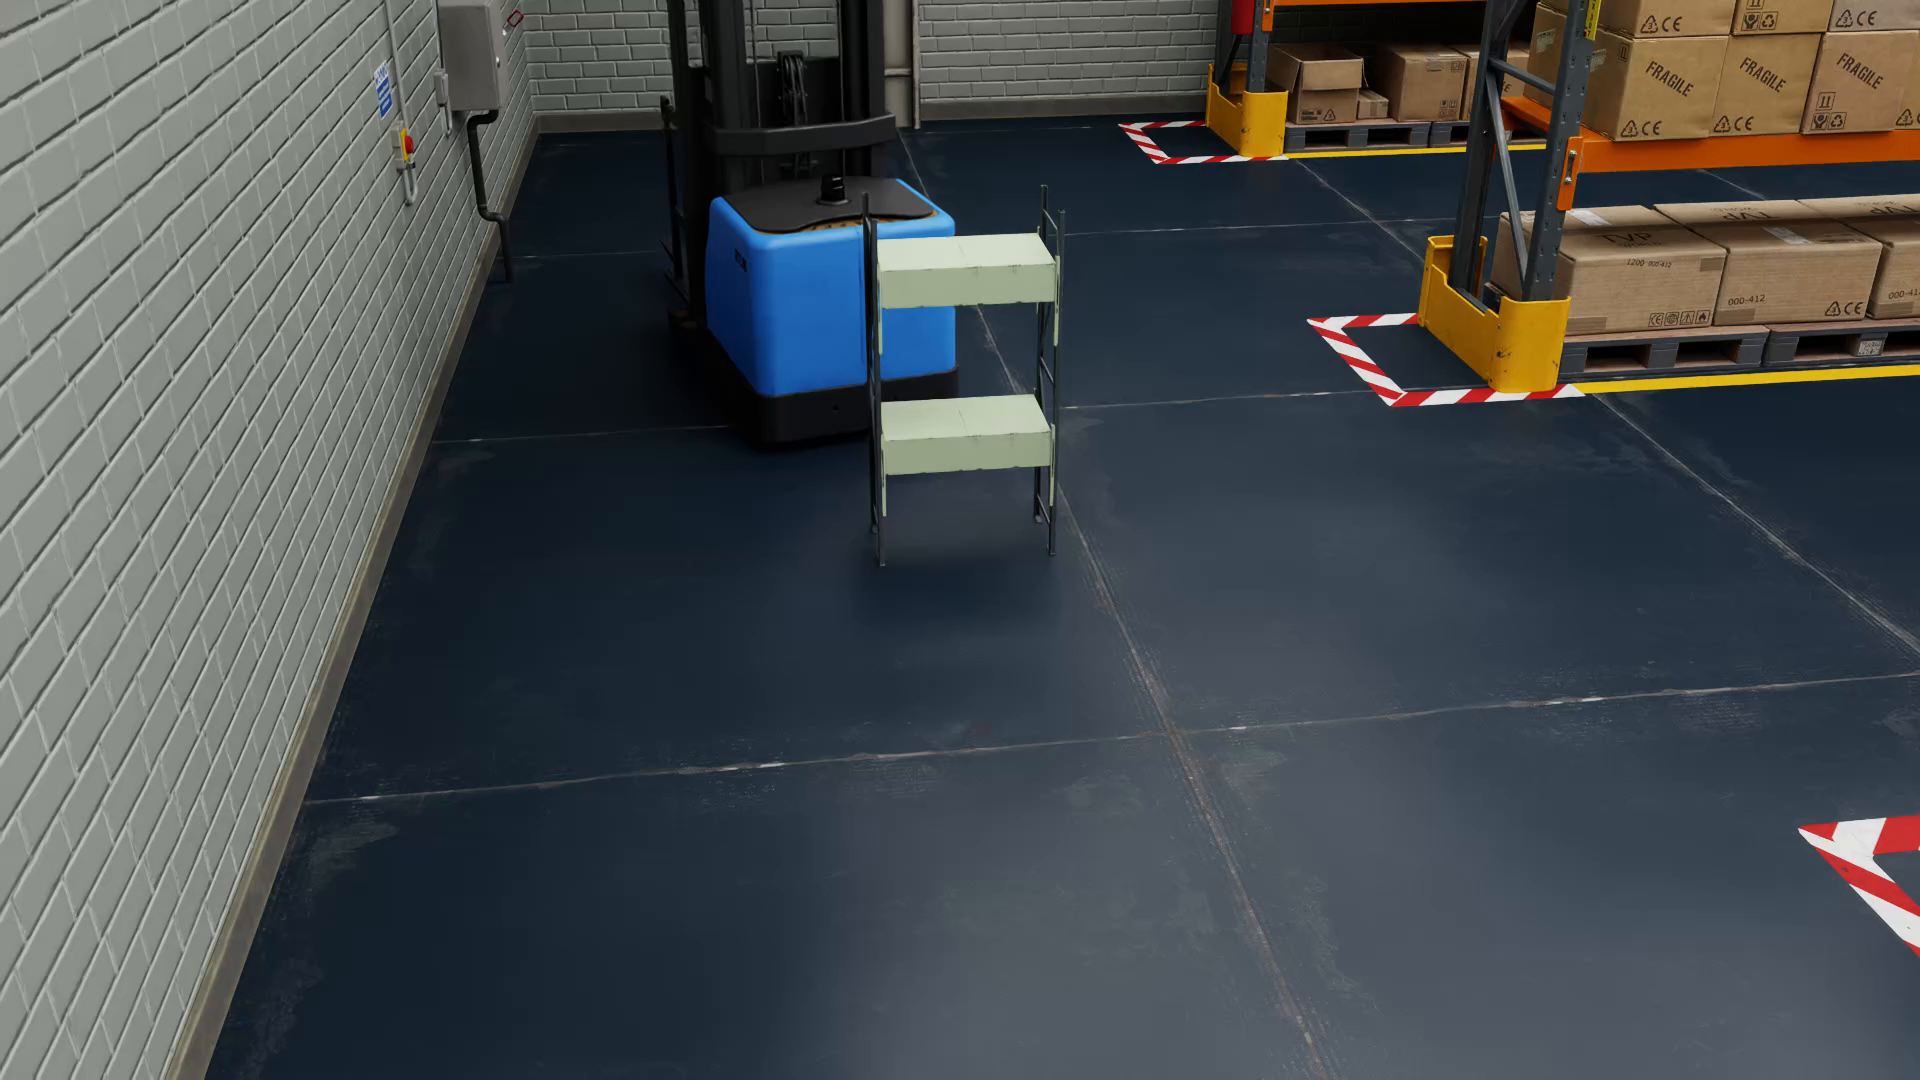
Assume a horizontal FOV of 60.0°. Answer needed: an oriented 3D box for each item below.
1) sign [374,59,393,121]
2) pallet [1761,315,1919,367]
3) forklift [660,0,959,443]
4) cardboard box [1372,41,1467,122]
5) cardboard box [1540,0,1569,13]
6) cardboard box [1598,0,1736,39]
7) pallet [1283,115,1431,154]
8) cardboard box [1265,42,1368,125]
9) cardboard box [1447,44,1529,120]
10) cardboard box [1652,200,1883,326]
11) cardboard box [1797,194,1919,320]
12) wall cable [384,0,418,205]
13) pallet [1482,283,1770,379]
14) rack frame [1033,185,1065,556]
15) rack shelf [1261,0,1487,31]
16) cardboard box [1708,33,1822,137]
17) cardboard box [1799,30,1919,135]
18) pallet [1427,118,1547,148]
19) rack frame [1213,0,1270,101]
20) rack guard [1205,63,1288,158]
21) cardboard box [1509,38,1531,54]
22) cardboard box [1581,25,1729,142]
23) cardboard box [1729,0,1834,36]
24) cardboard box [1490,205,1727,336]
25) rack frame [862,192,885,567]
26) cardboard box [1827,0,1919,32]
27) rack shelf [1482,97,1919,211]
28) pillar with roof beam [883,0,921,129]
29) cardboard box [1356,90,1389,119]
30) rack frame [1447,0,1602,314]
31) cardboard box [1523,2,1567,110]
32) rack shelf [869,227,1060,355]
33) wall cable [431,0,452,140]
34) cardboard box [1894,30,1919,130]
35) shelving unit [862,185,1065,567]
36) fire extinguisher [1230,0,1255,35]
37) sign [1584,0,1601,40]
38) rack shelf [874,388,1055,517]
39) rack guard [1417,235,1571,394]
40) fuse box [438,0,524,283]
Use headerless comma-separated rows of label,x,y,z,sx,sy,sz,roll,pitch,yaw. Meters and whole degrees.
sign,-2.693,-2.103,7.768,0.001,0.218,0.327,-4,27,-7
pallet,4.928,-1.300,9.552,1.213,0.211,1.003,-4,27,-7
forklift,-1.017,-2.424,8.763,1.130,2.935,3.031,-10,29,-19
cardboard box,3.717,-3.729,13.511,0.500,0.500,0.700,-3,27,-5
cardboard box,3.386,-3.006,8.618,0.500,0.500,0.500,-3,27,-5
cardboard box,3.457,-2.769,8.157,0.500,0.500,0.500,-4,27,-8
pallet,3.111,-3.437,13.718,1.213,0.211,1.003,-4,27,-7
cardboard box,2.865,-3.694,13.438,0.637,0.503,0.797,-5,28,-9
cardboard box,4.255,-3.718,13.488,0.500,0.500,0.500,-3,27,-6
cardboard box,4.486,-1.574,9.379,0.875,0.438,0.875,-3,27,-6
cardboard box,5.380,-1.631,9.489,0.875,0.438,0.875,-4,27,-9
wall cable,-2.639,-2.475,7.640,0.123,1.953,0.585,-4,27,-7
pallet,3.723,-1.224,9.404,1.213,0.211,1.003,-4,27,-7
rack frame,0.369,-0.691,6.954,0.023,1.500,0.400,-4,27,-7
rack shelf,4.227,-4.429,13.384,4.000,0.370,1.077,-4,27,-7
cardboard box,3.954,-2.368,8.470,0.500,0.500,0.500,-4,27,-8
cardboard box,4.460,-2.392,8.517,0.500,0.500,0.500,-4,27,-7
pallet,4.316,-3.513,13.866,1.213,0.211,1.003,-4,27,-7
rack frame,2.246,-4.622,12.972,0.127,3.000,1.000,-4,27,-7
rack guard,2.322,-3.515,13.552,0.348,0.500,1.175,-4,27,-7
cardboard box,4.745,-3.795,13.639,0.500,0.500,0.700,-5,28,-9
cardboard box,3.457,-2.323,8.383,0.500,0.500,0.500,-4,27,-8
cardboard box,3.967,-2.805,8.227,0.500,0.500,0.500,-4,27,-9
cardboard box,3.581,-1.512,9.258,0.875,0.438,0.875,-5,28,-9
rack frame,-0.356,-0.644,6.863,0.023,1.500,0.400,-4,27,-7
cardboard box,4.476,-2.842,8.297,0.500,0.500,0.500,-4,27,-8
rack shelf,4.922,-2.185,9.011,4.000,0.370,1.077,-4,27,-7
pillar with roof beam,0.051,-5.581,8.269,0.400,9.000,9.100,-4,27,-7
cardboard box,3.291,-3.546,13.538,0.250,0.149,0.380,-5,28,-9
rack frame,2.942,-2.378,8.599,0.127,3.000,1.000,-4,27,-7
cardboard box,3.382,-2.573,8.869,0.500,0.500,0.500,-4,27,-7
rack shelf,0.007,-1.015,6.730,0.720,0.370,0.431,-4,27,-7
wall cable,-2.848,-3.101,8.896,0.122,1.984,0.588,-4,27,-7
cardboard box,4.954,-2.432,8.594,0.500,0.500,0.500,-3,27,-5
shelving unit,0.007,-0.668,6.908,0.755,1.500,0.431,-4,27,-7
fire extinguisher,2.165,-4.203,12.649,0.183,0.674,0.296,-4,27,-7
sign,3.013,-2.547,7.894,0.005,0.325,0.100,-4,27,-7
rack shelf,0.007,-0.378,7.057,0.720,0.370,0.431,-4,27,-7
rack guard,2.918,-1.265,9.167,0.348,0.500,1.175,-4,27,-7
fuse box,-2.787,-2.395,10.043,0.414,1.711,0.539,-4,27,-7
